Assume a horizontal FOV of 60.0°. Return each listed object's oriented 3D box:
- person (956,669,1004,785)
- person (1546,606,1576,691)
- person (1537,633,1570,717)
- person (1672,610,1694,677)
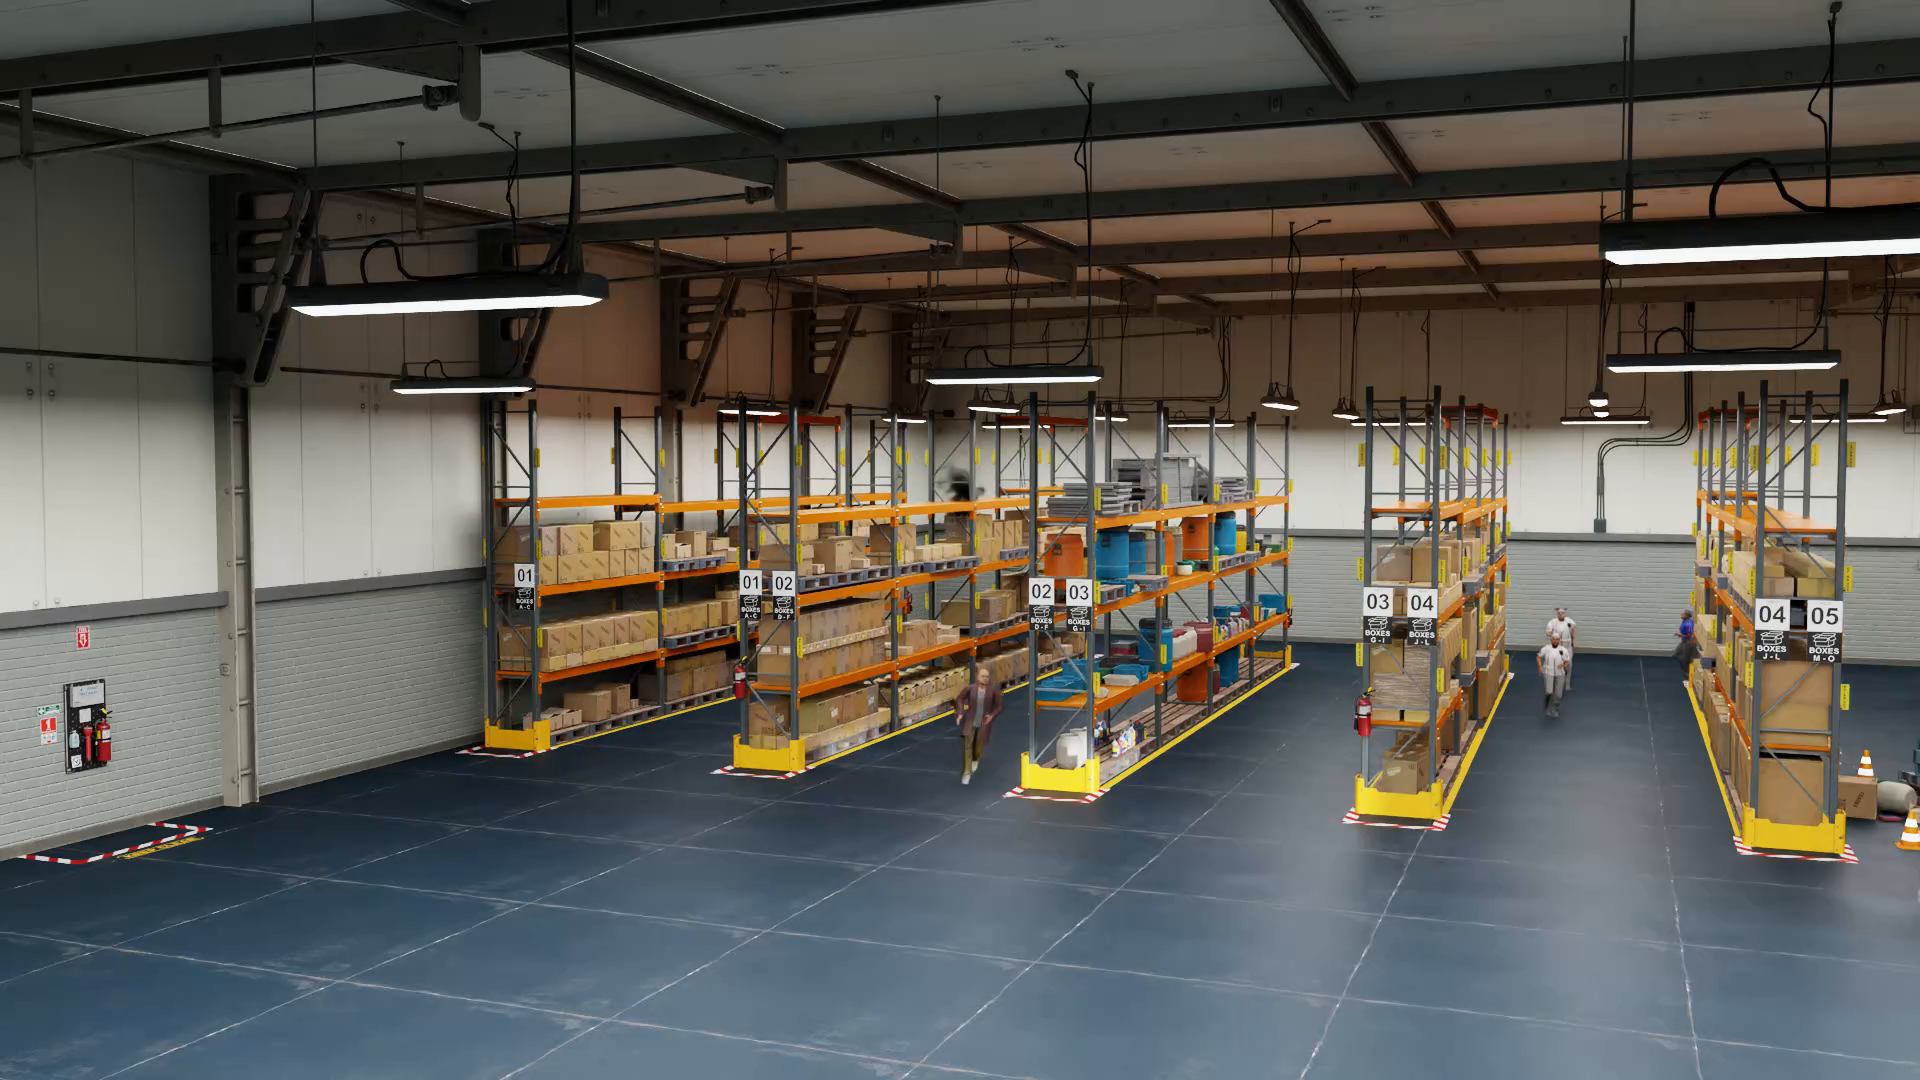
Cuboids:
[{"bbox_3d":[0.299,2.877,25.864,0.756,1.749,0.847,0,3,4],"label":"person"},{"bbox_3d":[13.096,2.348,36.232,0.613,1.836,0.858,1,3,21],"label":"person"},{"bbox_3d":[11.391,2.600,31.897,0.587,1.627,0.624,1,3,13],"label":"person"},{"bbox_3d":[16.492,2.361,37.711,0.593,1.596,0.712,1,3,13],"label":"person"}]
